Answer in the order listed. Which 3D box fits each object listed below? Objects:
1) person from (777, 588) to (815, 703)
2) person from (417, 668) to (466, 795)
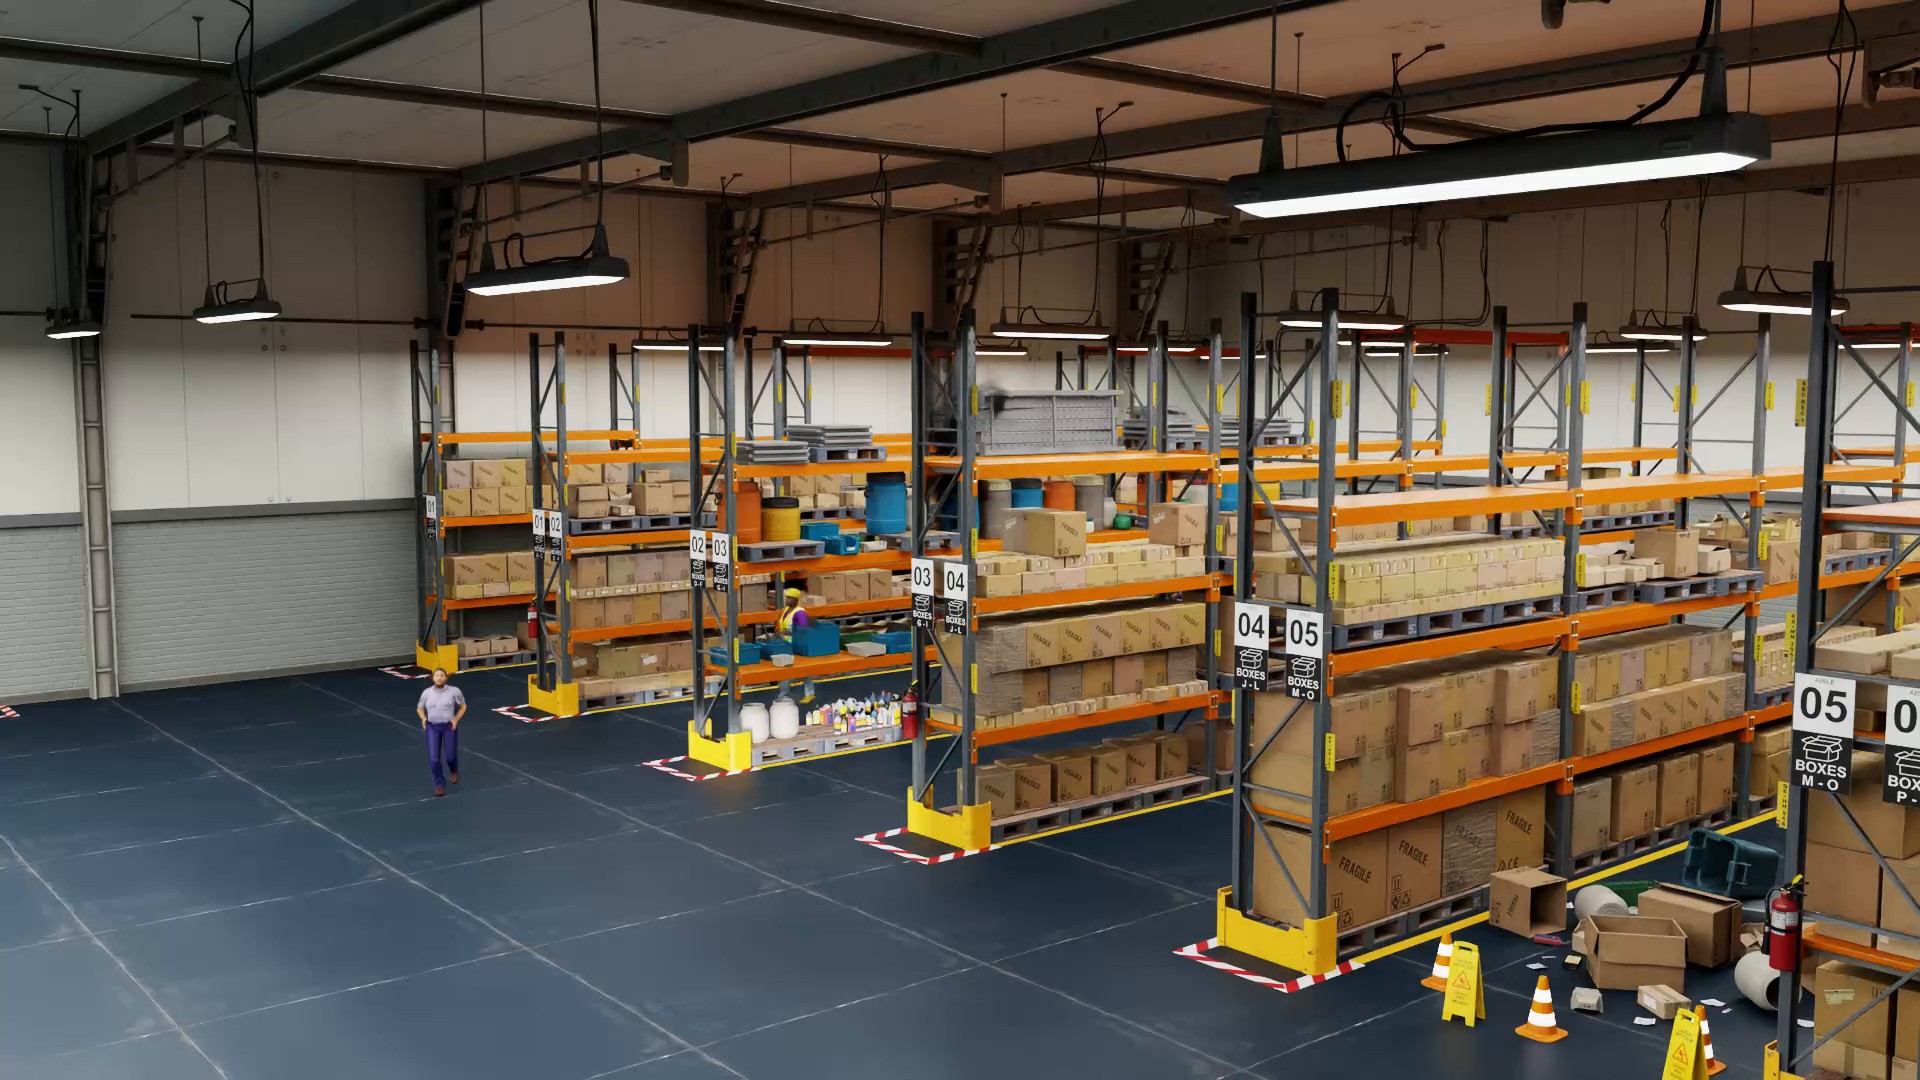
[{"bbox_3d":[-2.542,1.651,25.360,0.703,1.837,0.698,-4,7,-37],"label":"person"},{"bbox_3d":[-6.588,2.422,21.128,0.604,1.585,0.575,-1,5,-11],"label":"person"}]
